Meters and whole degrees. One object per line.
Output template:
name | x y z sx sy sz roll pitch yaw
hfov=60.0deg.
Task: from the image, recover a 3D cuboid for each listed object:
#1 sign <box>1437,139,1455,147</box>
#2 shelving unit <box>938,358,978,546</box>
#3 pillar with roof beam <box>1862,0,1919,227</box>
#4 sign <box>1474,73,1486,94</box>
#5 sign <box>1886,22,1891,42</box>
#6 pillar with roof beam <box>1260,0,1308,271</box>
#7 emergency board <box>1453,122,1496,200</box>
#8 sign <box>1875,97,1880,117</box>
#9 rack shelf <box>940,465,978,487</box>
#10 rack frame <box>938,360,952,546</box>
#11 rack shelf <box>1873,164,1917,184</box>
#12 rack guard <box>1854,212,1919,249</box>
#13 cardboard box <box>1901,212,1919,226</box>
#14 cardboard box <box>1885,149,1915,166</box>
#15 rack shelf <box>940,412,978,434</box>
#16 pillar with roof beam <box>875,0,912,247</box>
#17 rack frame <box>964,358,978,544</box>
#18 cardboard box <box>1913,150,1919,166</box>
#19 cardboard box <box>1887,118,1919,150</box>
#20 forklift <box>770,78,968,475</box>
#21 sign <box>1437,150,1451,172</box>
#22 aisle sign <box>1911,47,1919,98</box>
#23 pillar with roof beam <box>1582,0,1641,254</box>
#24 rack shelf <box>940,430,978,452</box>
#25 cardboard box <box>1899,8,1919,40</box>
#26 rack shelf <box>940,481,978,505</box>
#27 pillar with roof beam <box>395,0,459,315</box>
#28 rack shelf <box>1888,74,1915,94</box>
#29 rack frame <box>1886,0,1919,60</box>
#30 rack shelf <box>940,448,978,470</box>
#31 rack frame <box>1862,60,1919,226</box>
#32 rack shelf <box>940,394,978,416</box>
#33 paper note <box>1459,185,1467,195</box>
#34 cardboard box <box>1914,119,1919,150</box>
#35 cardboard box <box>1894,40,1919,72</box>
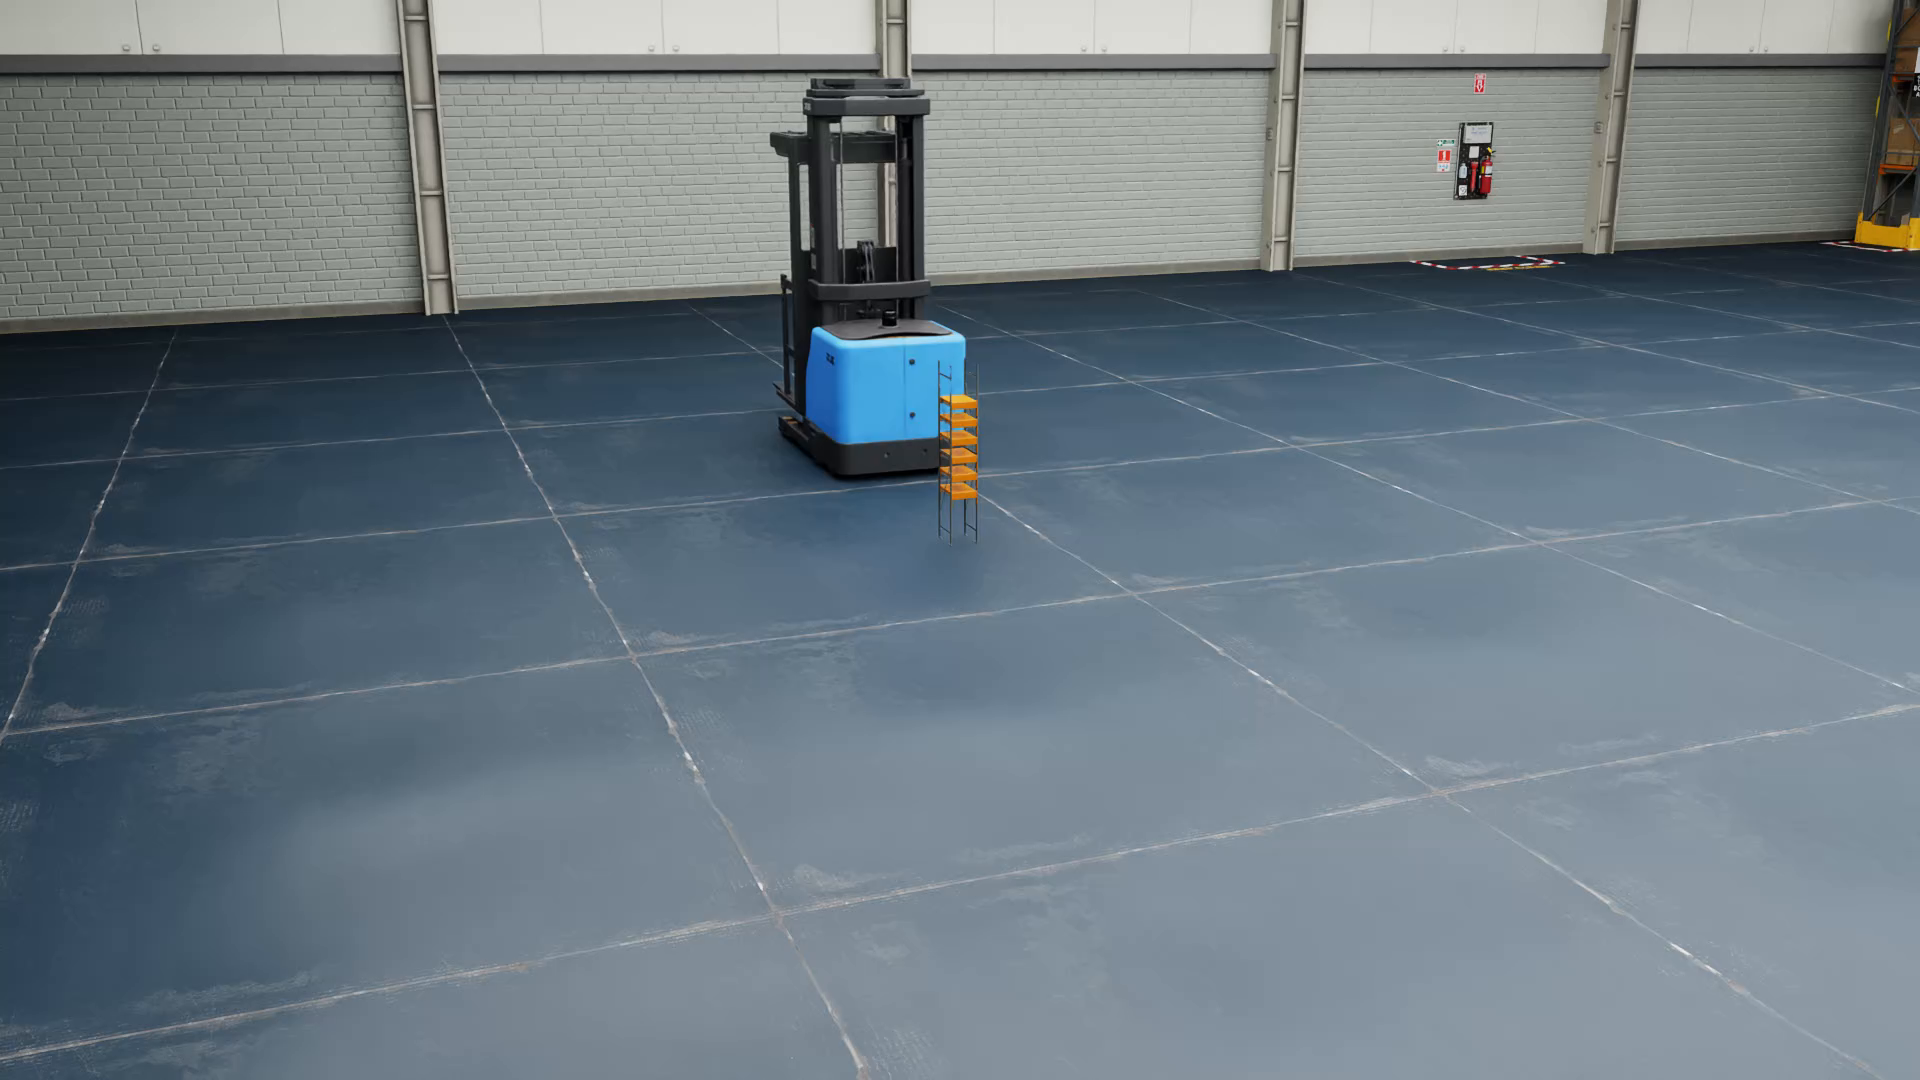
sign | 7.462 -6.096 25.530 0.331 0.109 0.001 -6 17 -20
shelving unit | -0.014 -0.574 10.924 0.189 1.200 0.258 -6 17 -20
pillar with roof beam | 17.472 -8.445 23.886 0.400 9.000 9.100 -6 17 -20
sign | 7.964 -6.993 25.474 0.199 0.298 0.001 -6 17 -20
sign | 15.408 -8.413 27.530 0.005 0.325 0.100 -6 17 -20
pillar with roof beam | 6.267 -7.235 19.766 0.400 9.000 9.100 -6 17 -20
emergency board | 8.008 -5.855 25.714 0.643 1.169 0.194 -6 17 -20
sign | 15.408 -7.256 27.869 0.005 0.325 0.100 -6 17 -20
rack shelf | -0.014 -0.416 10.971 0.180 0.103 0.258 -6 17 -20
rack frame | -0.099 -0.565 10.893 0.006 1.200 0.240 -6 17 -20
rack shelf | 17.455 -6.258 28.361 4.000 0.370 1.077 -6 17 -20
rack guard | 15.658 -5.210 27.951 0.348 0.500 1.175 -6 17 -20
cardboard box | 16.266 -5.368 28.047 0.500 0.311 0.500 -8 18 -26
cardboard box | 15.955 -6.437 27.925 0.500 0.250 0.500 -6 17 -19
rack shelf | -0.014 -0.762 10.869 0.180 0.103 0.258 -6 17 -20
pillar with roof beam | 0.664 -6.630 17.706 0.400 9.000 9.100 -6 17 -20
rack frame | 0.072 -0.583 10.956 0.006 1.200 0.240 -6 17 -20
cardboard box | 16.157 -6.305 27.474 0.500 0.250 0.500 -7 18 -22
cardboard box | 15.952 -6.802 27.838 0.500 0.500 0.500 -6 18 -21
forklift | -0.901 -2.268 13.620 1.130 2.935 3.031 -6 17 -18
sign | 7.454 -5.844 25.611 0.234 0.329 0.001 -6 17 -20
aisle sign | 15.628 -7.562 26.913 0.004 0.787 0.394 -6 17 -20
pillar with roof beam | 11.869 -7.840 21.826 0.400 9.000 9.100 -6 17 -20
rack shelf | -0.014 -0.647 10.903 0.180 0.103 0.258 -6 17 -20
cardboard box | 15.897 -8.490 27.375 0.500 0.500 0.500 -5 17 -18
rack shelf | -0.014 -0.301 11.004 0.180 0.103 0.258 -6 17 -20
pillar with roof beam | -4.939 -6.025 15.646 0.400 9.000 9.100 -6 17 -20
rack shelf | 17.455 -7.697 27.938 4.000 0.370 1.077 -6 17 -20
rack frame | 15.587 -9.280 26.728 0.127 3.000 1.000 -6 17 -20
rack shelf | -0.014 -0.532 10.937 0.180 0.103 0.258 -6 17 -20
rack frame | 15.587 -6.401 27.573 0.127 3.000 1.000 -6 17 -20
rack shelf | -0.014 -0.877 10.835 0.180 0.103 0.258 -6 17 -20
paper note | 7.818 -5.433 25.839 0.142 0.148 0.016 -6 17 -20
cardboard box | 16.141 -6.668 27.380 0.500 0.500 0.500 -6 17 -20
cardboard box | 15.887 -8.007 27.503 0.500 0.500 0.500 -5 17 -16
